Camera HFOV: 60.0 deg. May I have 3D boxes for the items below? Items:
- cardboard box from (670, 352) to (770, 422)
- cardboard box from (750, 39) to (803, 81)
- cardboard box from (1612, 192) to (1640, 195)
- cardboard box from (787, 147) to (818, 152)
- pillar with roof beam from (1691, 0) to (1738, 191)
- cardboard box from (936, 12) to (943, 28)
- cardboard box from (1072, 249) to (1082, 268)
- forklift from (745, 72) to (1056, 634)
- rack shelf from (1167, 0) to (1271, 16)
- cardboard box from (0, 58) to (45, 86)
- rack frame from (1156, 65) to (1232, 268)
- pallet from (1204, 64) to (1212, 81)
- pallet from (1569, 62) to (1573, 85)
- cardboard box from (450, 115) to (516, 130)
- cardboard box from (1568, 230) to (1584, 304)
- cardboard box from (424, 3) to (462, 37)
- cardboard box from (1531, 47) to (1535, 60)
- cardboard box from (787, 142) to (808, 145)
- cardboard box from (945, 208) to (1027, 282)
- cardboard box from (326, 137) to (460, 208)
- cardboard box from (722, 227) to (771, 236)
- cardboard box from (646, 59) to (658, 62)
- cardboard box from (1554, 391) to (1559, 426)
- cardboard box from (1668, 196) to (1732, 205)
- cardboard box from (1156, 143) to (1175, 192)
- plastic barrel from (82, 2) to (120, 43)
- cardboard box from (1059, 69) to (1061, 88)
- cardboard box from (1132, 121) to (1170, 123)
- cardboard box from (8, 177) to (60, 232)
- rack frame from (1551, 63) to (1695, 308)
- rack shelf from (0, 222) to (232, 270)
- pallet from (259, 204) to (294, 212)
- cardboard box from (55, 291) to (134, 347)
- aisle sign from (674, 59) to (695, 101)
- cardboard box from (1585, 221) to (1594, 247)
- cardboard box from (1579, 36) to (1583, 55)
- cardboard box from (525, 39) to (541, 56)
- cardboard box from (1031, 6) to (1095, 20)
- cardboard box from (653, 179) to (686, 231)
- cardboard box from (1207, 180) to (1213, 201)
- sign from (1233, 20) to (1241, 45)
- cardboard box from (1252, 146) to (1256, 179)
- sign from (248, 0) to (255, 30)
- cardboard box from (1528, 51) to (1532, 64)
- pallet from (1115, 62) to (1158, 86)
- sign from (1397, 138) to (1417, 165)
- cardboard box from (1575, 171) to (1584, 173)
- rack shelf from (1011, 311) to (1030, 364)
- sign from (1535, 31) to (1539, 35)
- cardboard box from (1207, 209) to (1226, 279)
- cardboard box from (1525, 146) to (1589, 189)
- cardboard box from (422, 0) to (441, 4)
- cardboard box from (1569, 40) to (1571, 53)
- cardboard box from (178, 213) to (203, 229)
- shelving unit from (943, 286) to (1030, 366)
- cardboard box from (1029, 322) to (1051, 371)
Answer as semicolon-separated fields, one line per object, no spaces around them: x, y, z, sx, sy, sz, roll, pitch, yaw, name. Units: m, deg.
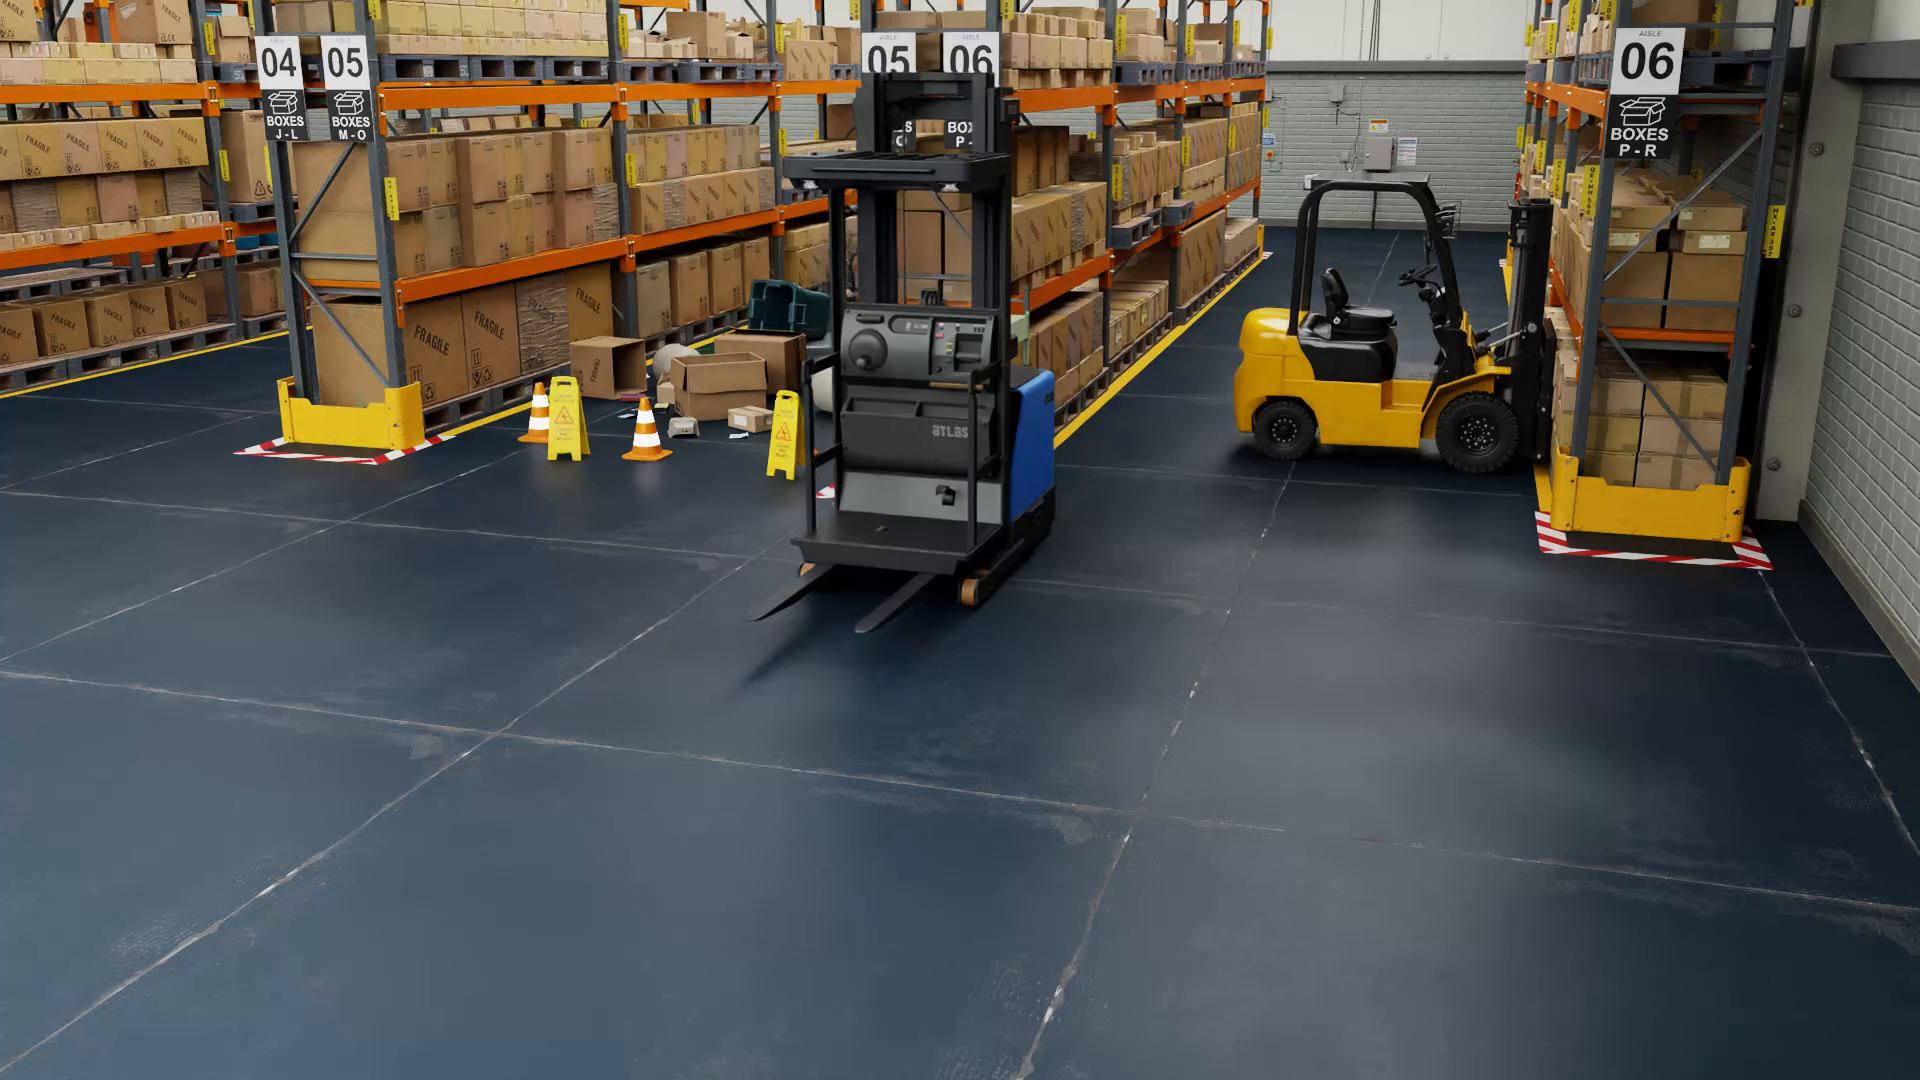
-2.131;-1.357;14.693;0.797;0.503;0.637;-7;17;-23;cardboard box
-2.287;-5.973;20.710;0.500;0.500;0.500;5;16;16;cardboard box
4.655;-2.405;11.896;0.380;0.149;0.250;5;17;17;cardboard box
-2.089;-5.101;21.916;0.380;0.149;0.250;5;17;18;cardboard box
3.197;-6.421;16.975;9.100;9.000;0.400;5;16;16;pillar with roof beam
-0.280;-3.784;12.176;0.380;0.149;0.250;5;17;17;cardboard box
0.849;-2.454;14.446;0.380;0.149;0.250;4;16;15;cardboard box
-0.316;-1.150;9.513;1.130;2.935;3.031;5;17;18;forklift
3.775;-7.913;24.287;1.077;0.370;4.000;5;16;16;rack shelf
-9.035;-4.413;15.667;0.500;0.250;0.500;5;16;16;cardboard box
3.207;-5.042;23.108;1.000;3.000;0.127;5;16;16;rack frame
2.517;-5.813;20.676;1.003;0.211;1.213;5;17;18;pallet
6.408;-4.486;15.999;1.003;0.211;1.213;5;17;18;pallet
-6.836;-5.831;23.868;0.797;0.503;0.637;5;17;18;cardboard box
4.747;-1.985;12.147;0.500;0.500;0.500;4;16;15;cardboard box
-4.452;-4.263;13.643;0.500;0.250;0.500;4;16;15;cardboard box
7.394;-6.118;20.913;0.380;0.149;0.250;5;17;16;cardboard box
-2.343;-5.494;23.303;0.380;0.149;0.250;4;16;15;cardboard box
0.197;-2.196;12.347;0.500;0.500;0.500;4;16;15;cardboard box
-4.767;-3.097;13.996;0.875;0.550;0.550;5;16;16;cardboard box
-2.761;-3.912;21.563;0.500;0.250;0.500;4;16;15;cardboard box
-5.530;-8.320;28.033;0.700;0.500;0.500;4;16;14;cardboard box
4.548;-0.920;11.930;0.500;0.250;0.500;4;16;15;cardboard box
5.110;-2.293;11.499;0.380;0.149;0.250;5;17;16;cardboard box
2.071;-4.112;18.332;0.500;0.500;0.500;4;16;15;cardboard box
-12.016;-7.148;23.480;0.600;0.830;0.708;5;16;16;plastic barrel
0.602;-3.697;13.329;0.380;0.149;0.250;4;16;14;cardboard box
2.403;-5.076;21.214;0.500;0.500;0.500;4;16;15;cardboard box
-9.311;-3.272;16.138;0.875;0.500;0.500;5;16;16;cardboard box
5.694;-2.565;14.376;1.000;3.000;0.127;5;16;16;rack frame
-9.136;-2.848;16.692;1.077;0.370;4.000;5;16;16;rack shelf
-7.954;-4.151;20.317;1.003;0.211;1.213;5;16;16;pallet
-8.976;-2.296;17.240;0.500;0.500;0.500;3;16;11;cardboard box
-4.850;-8.103;29.137;0.394;0.787;0.004;5;16;16;aisle sign
4.431;-2.060;11.224;0.380;0.149;0.250;5;17;17;cardboard box
5.275;-4.044;13.599;0.380;0.149;0.250;5;17;17;cardboard box
-3.998;-4.425;14.945;0.380;0.149;0.250;4;16;15;cardboard box
0.976;-4.924;15.784;0.500;0.250;0.500;5;17;17;cardboard box
-3.291;-3.603;17.853;0.500;0.500;0.500;5;17;16;cardboard box
3.014;-4.569;21.717;0.500;0.250;0.500;4;16;14;cardboard box
3.730;-6.846;22.446;0.100;0.325;0.005;5;16;16;sign
4.303;-5.860;25.808;0.500;0.500;0.500;4;16;15;cardboard box
-5.494;-4.137;12.942;0.100;0.325;0.005;5;16;16;sign
8.716;-7.124;24.680;0.500;0.250;0.500;4;16;15;cardboard box
1.211;-4.455;15.886;1.213;0.211;1.003;5;16;16;pallet
8.429;-7.335;31.365;0.329;0.494;0.001;5;16;16;sign
6.229;-3.635;16.774;0.380;0.149;0.250;5;17;16;cardboard box
0.176;-1.340;11.374;0.431;0.370;0.720;5;17;17;rack shelf
7.445;-6.390;21.416;0.100;0.325;0.005;5;16;16;sign
3.108;-4.053;22.747;0.875;0.875;0.875;5;17;18;cardboard box
7.468;-4.663;20.821;0.700;0.500;0.500;5;17;16;cardboard box
-4.433;-4.411;13.433;0.380;0.149;0.250;4;16;15;cardboard box
5.715;-4.449;15.027;0.380;0.149;0.250;5;16;16;cardboard box
-8.427;-3.453;17.966;0.380;0.149;0.250;5;16;16;cardboard box
0.176;-0.964;11.481;0.431;1.500;0.755;5;17;17;shelving unit
0.442;-1.475;13.429;0.500;0.500;0.500;4;16;14;cardboard box
